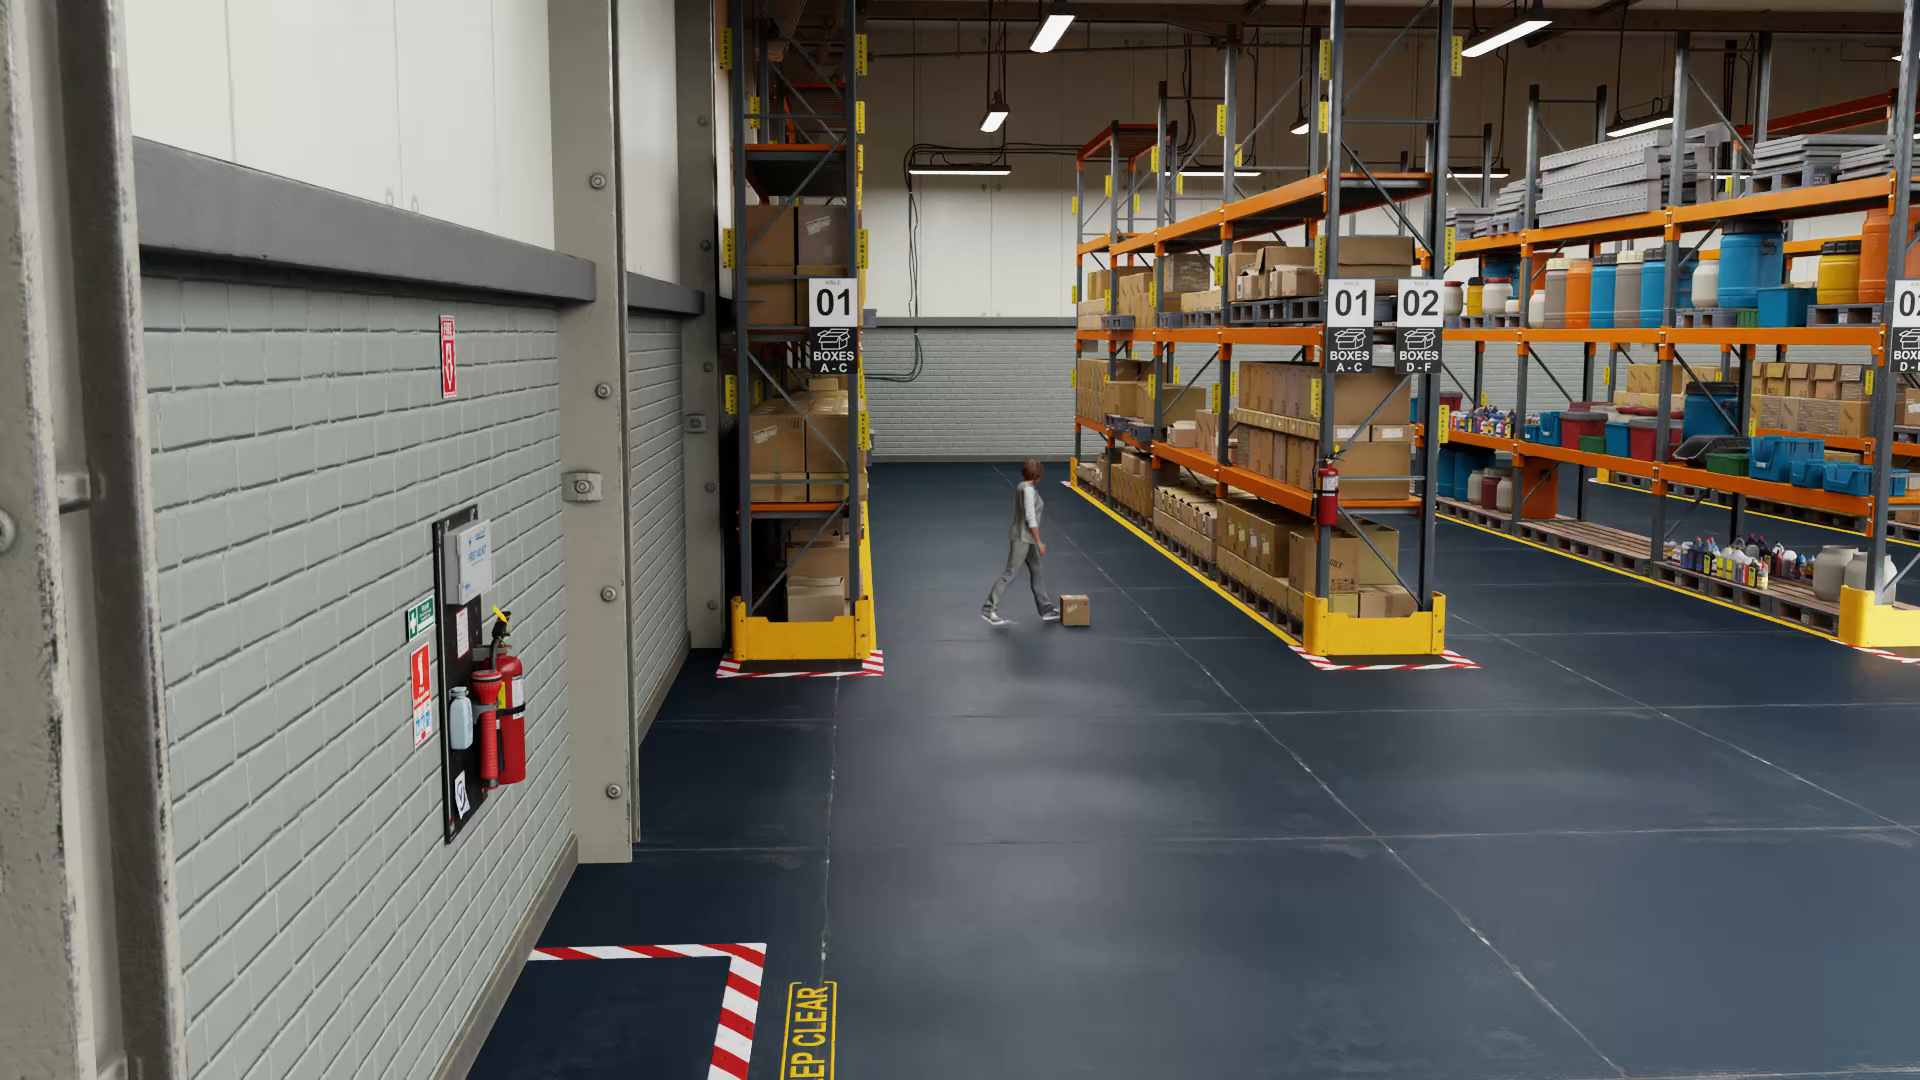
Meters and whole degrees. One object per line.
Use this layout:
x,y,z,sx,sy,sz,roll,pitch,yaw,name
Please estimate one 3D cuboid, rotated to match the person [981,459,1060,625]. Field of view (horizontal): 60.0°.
0.621,0.016,15.700,0.844,1.546,0.549,0,7,2,person
